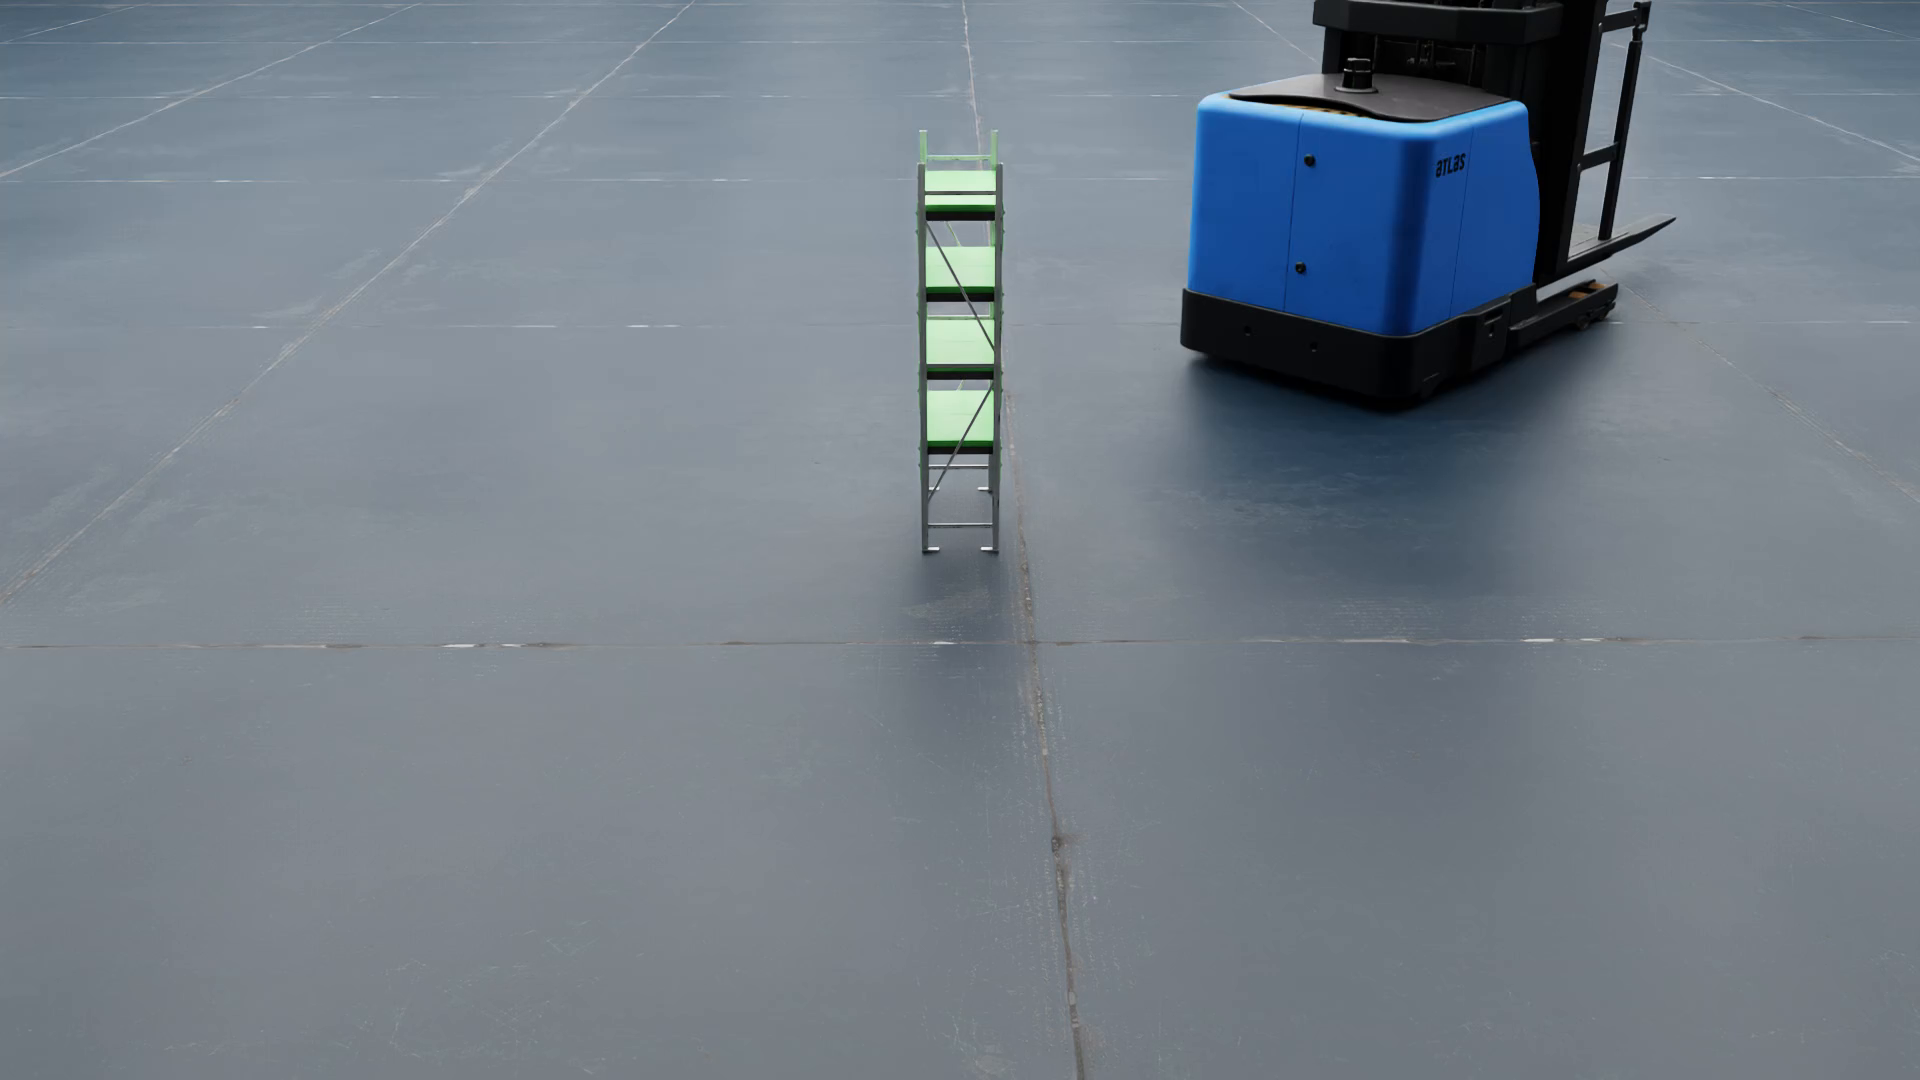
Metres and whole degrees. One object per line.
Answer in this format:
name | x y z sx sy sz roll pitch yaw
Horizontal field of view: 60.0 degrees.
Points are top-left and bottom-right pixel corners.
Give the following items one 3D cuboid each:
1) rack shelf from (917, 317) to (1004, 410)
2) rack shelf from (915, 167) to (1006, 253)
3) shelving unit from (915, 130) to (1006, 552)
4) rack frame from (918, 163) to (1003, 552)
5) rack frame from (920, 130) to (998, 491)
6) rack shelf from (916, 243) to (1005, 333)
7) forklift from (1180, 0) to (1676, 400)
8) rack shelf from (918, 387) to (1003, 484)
rack shelf | -0.002 -0.557 5.180 0.258 0.148 0.480 0 24 -1
rack shelf | -0.002 -0.994 4.982 0.258 0.148 0.480 0 24 -1
shelving unit | -0.002 -0.615 5.154 0.258 1.200 0.503 0 24 -1
rack frame | 0.001 -0.514 4.931 0.240 1.200 0.015 0 24 -1
rack frame | -0.004 -0.715 5.376 0.240 1.200 0.015 0 24 -1
rack shelf | -0.002 -0.775 5.081 0.258 0.148 0.480 0 24 -1
forklift | 2.285 -2.385 6.967 1.130 2.935 3.031 21 32 39
rack shelf | -0.002 -0.338 5.279 0.258 0.148 0.480 0 24 -1
